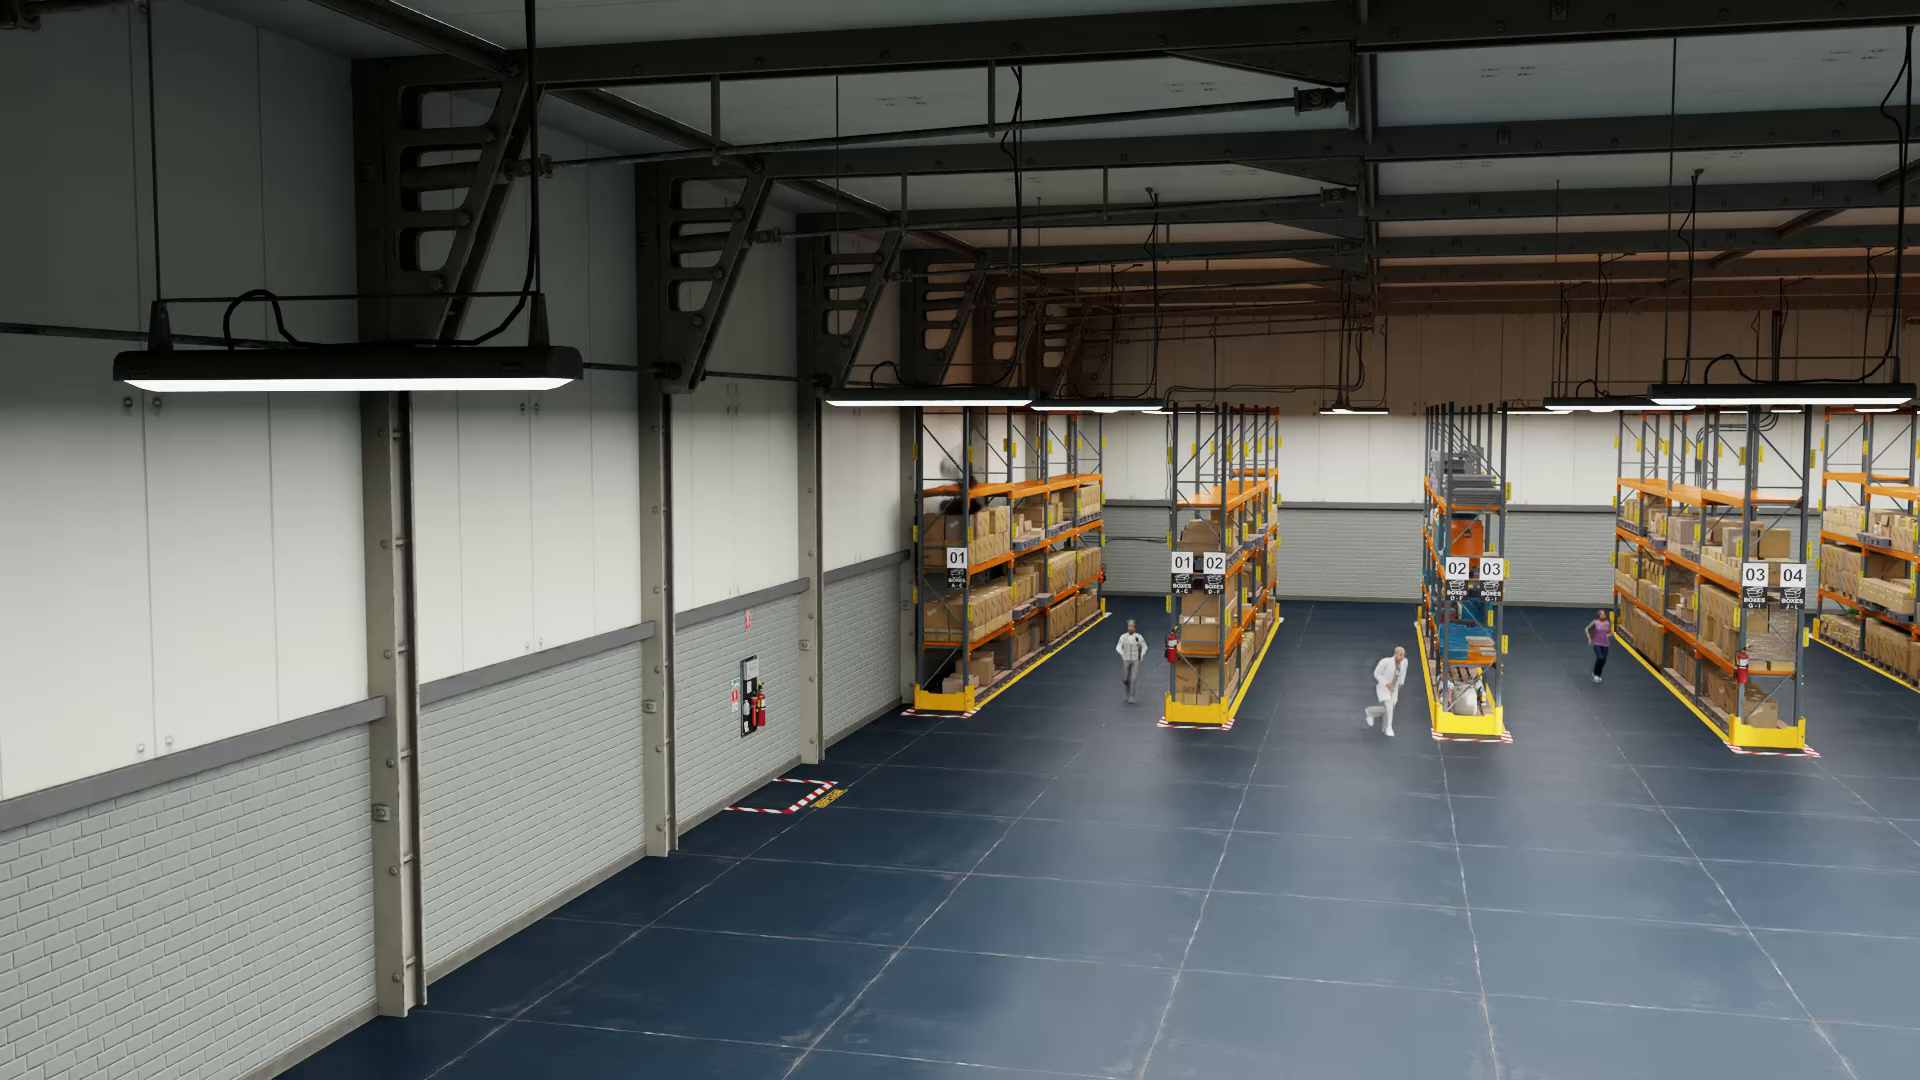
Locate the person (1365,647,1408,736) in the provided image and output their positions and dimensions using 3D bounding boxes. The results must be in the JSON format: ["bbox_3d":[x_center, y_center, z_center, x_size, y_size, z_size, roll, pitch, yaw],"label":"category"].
[{"bbox_3d":[7.707,2.709,30.094,0.722,1.657,0.974,-2,5,-23],"label":"person"}]

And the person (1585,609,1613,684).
[{"bbox_3d":[13.748,2.285,35.696,0.505,1.592,0.662,0,4,-1],"label":"person"}]

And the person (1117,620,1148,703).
[{"bbox_3d":[3.463,2.421,33.500,0.625,1.649,0.723,1,4,10],"label":"person"}]

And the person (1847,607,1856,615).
[{"bbox_3d":[23.666,1.641,43.752,0.709,1.727,0.557,-4,6,-43],"label":"person"}]
